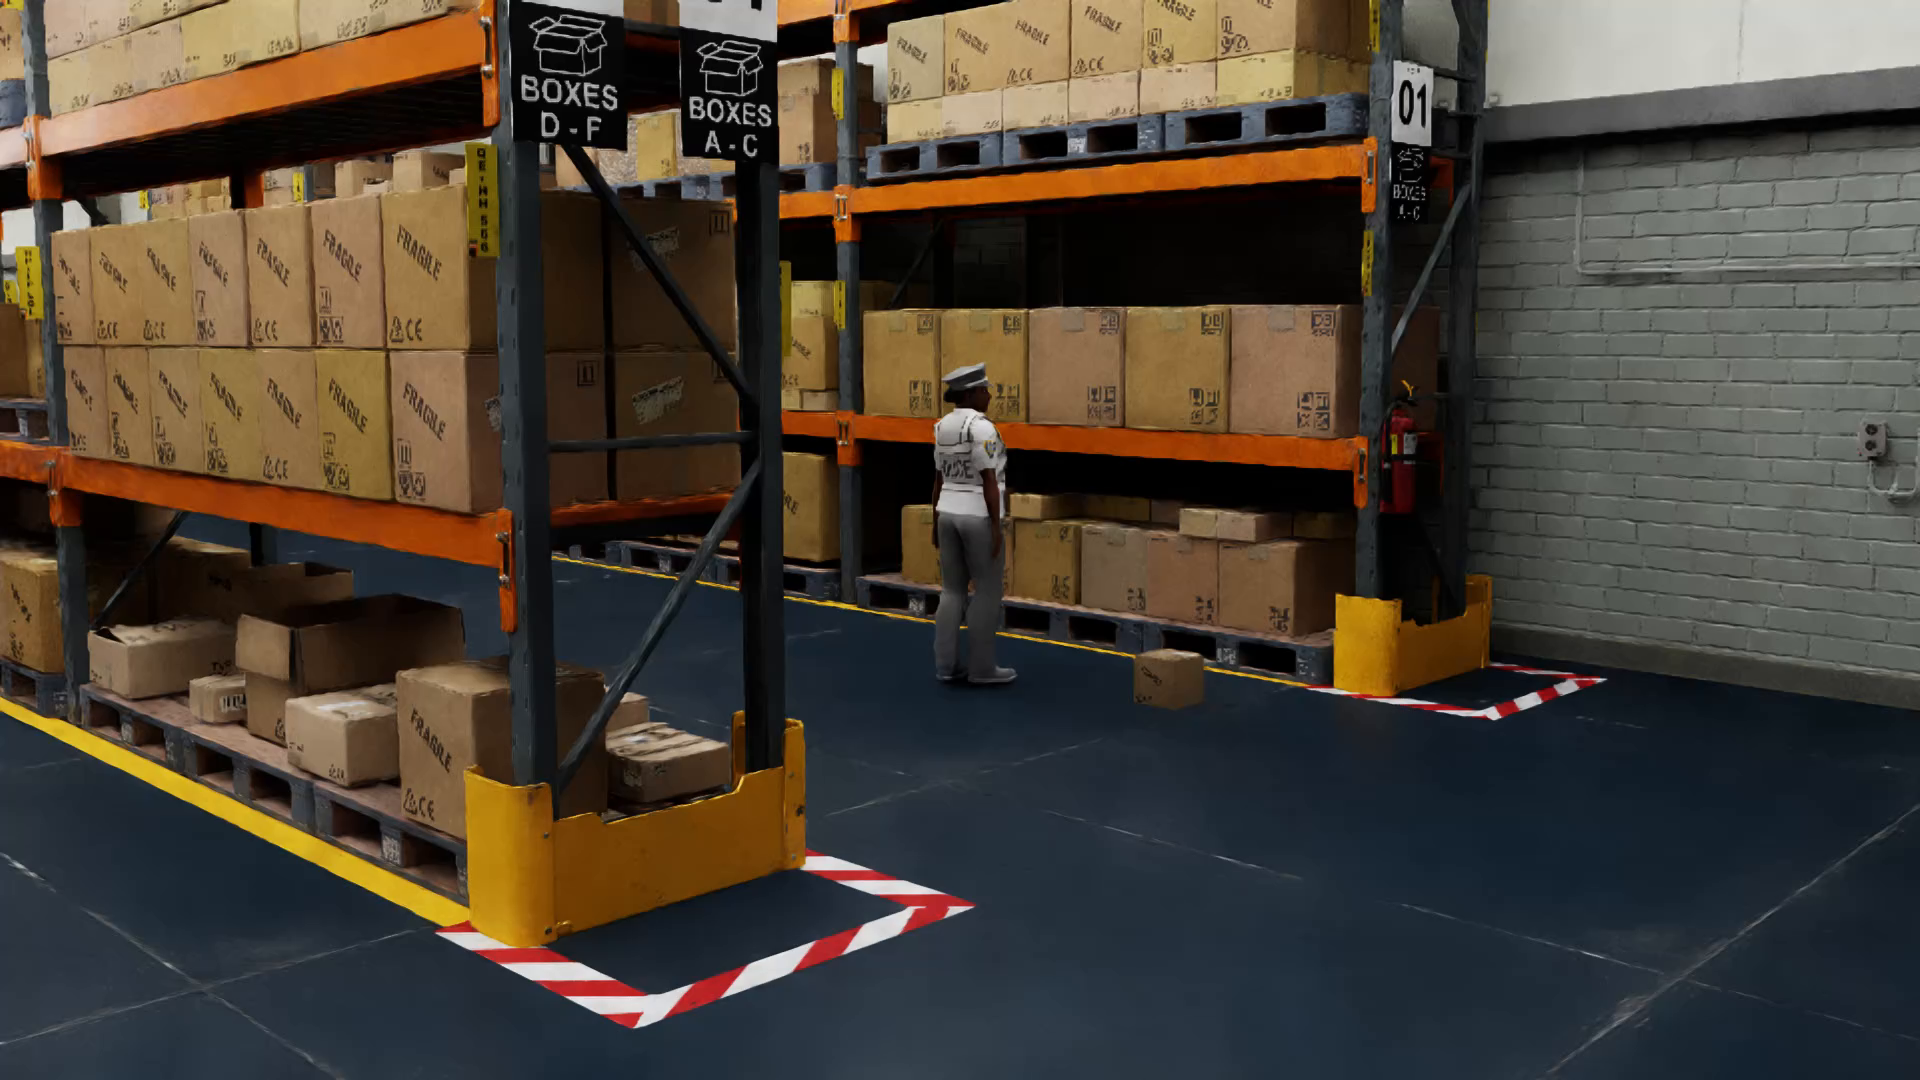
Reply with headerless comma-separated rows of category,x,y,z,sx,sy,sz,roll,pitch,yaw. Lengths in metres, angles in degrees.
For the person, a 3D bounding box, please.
person,0.036,-0.095,8.776,0.388,1.685,0.584,-6,10,-41
